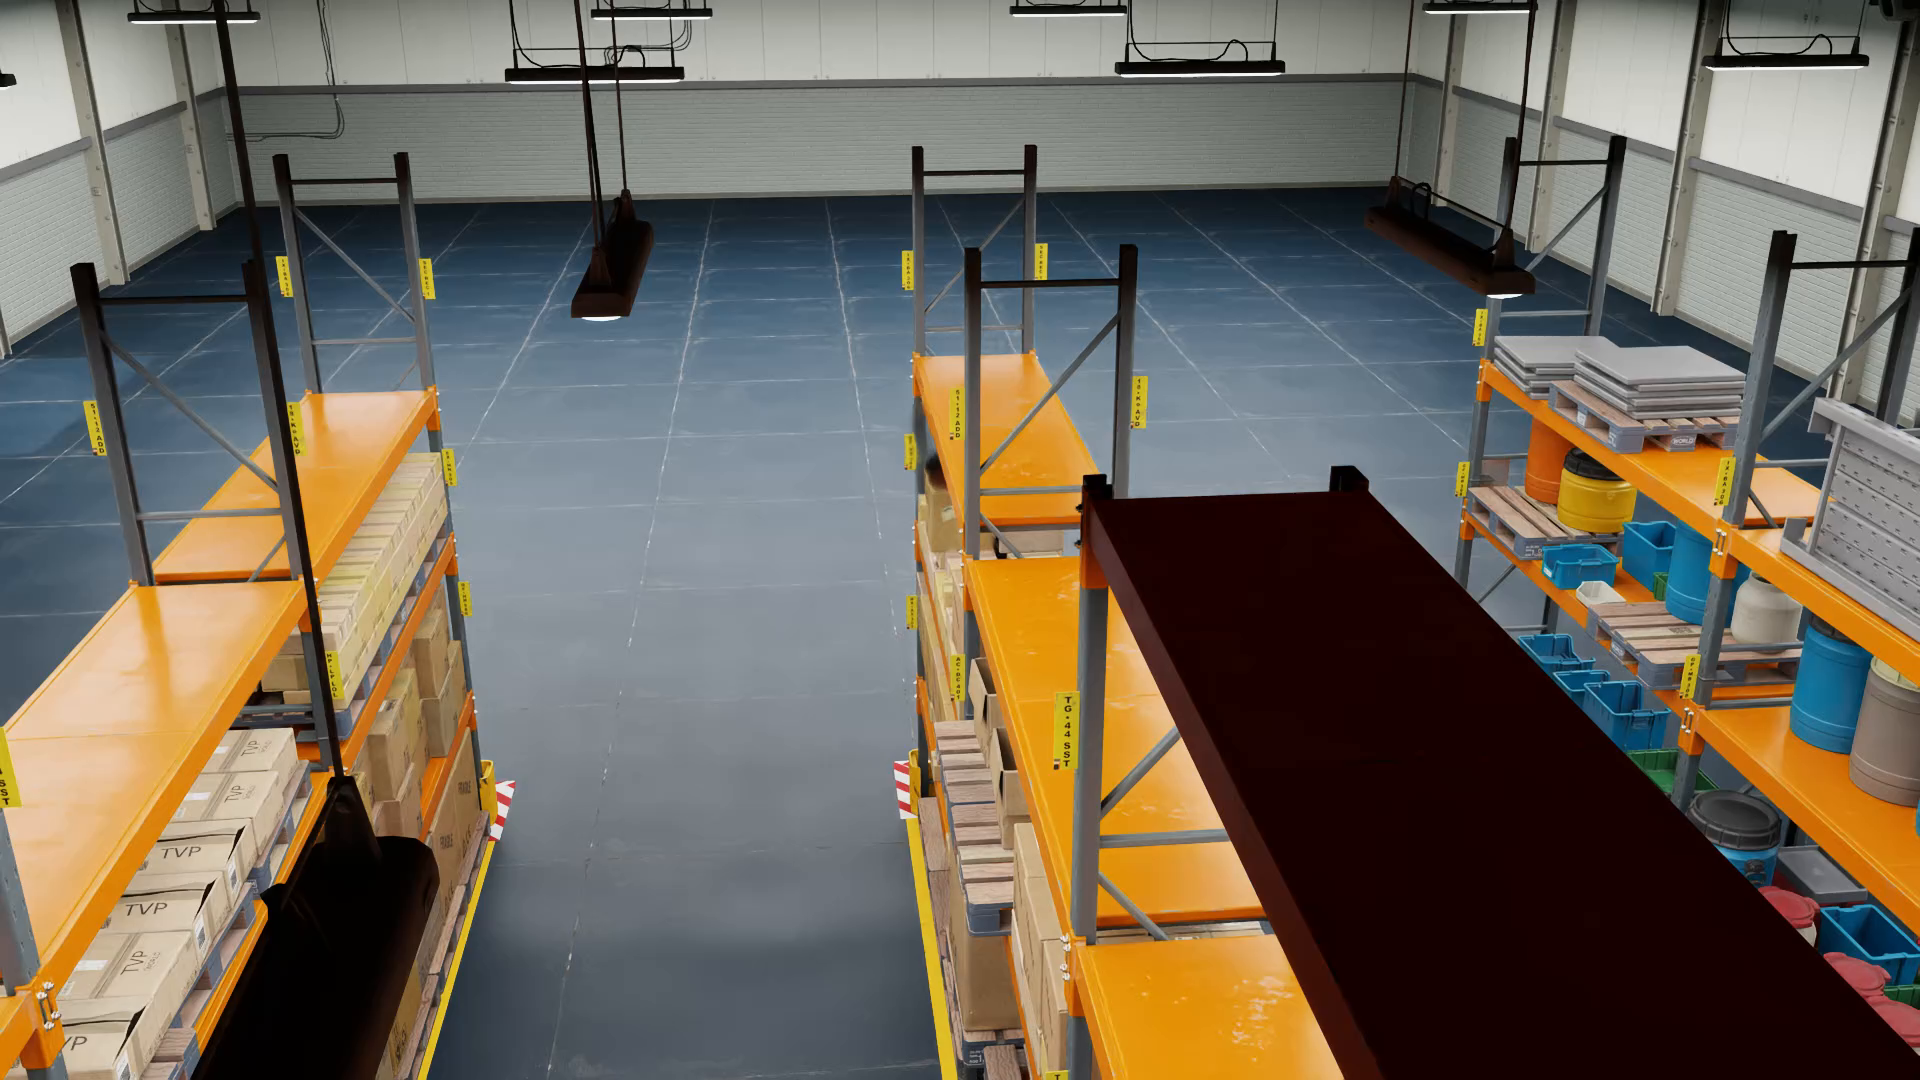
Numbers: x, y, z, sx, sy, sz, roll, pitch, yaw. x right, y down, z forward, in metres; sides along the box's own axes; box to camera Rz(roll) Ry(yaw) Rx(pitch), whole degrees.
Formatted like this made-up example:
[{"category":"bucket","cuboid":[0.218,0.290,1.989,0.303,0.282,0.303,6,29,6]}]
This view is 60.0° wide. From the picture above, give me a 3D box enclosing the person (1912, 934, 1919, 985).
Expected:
[{"category":"person","cuboid":[6.800,2.996,11.681,0.691,1.796,0.489,-15,26,-34]}]
